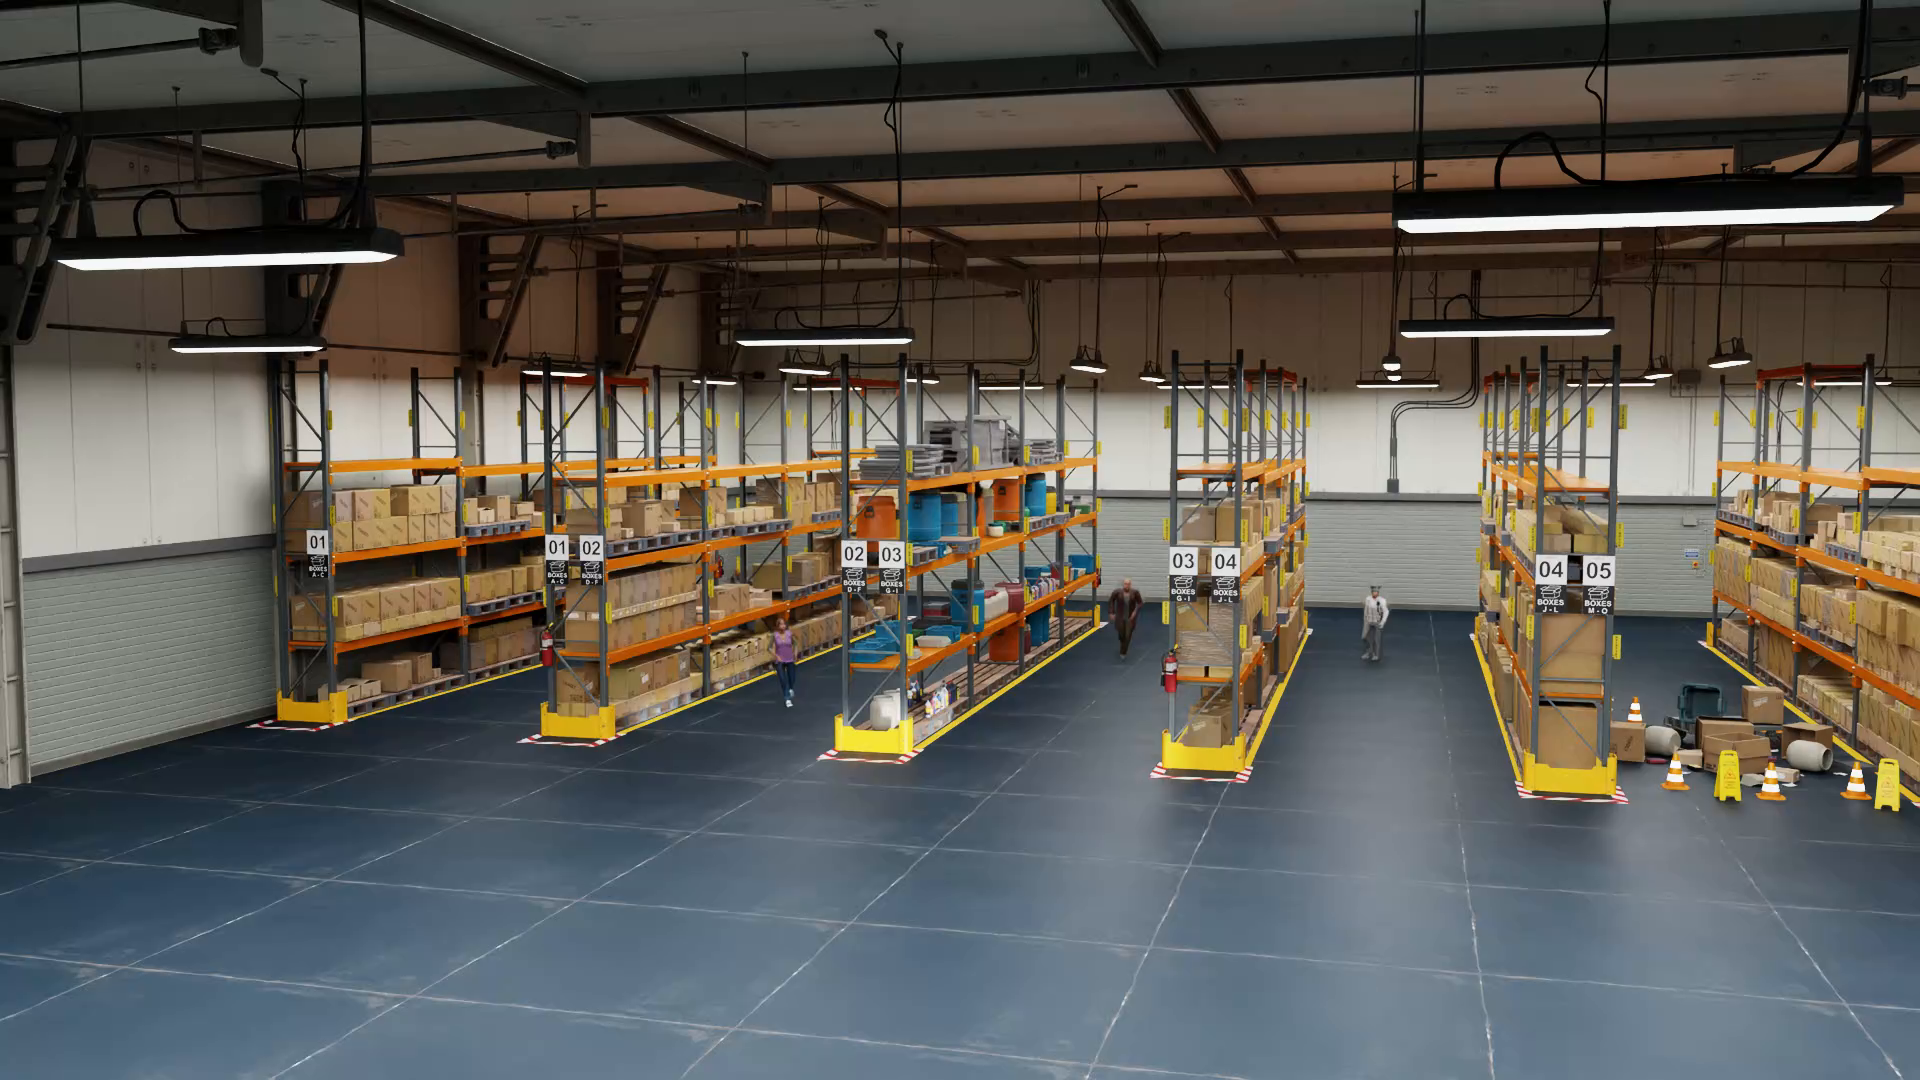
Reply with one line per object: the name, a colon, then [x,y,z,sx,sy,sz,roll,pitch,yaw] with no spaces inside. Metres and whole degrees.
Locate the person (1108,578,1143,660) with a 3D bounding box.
person: [3.477,1.641,34.951,0.708,1.712,0.713,0,4,-1]

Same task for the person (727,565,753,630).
person: [-4.995,1.440,37.564,0.605,1.760,0.833,2,4,21]

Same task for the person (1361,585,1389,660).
person: [8.599,1.713,34.433,0.598,1.609,0.692,2,5,28]

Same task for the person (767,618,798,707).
person: [-3.106,2.137,29.128,0.564,1.552,0.507,-1,4,-15]
